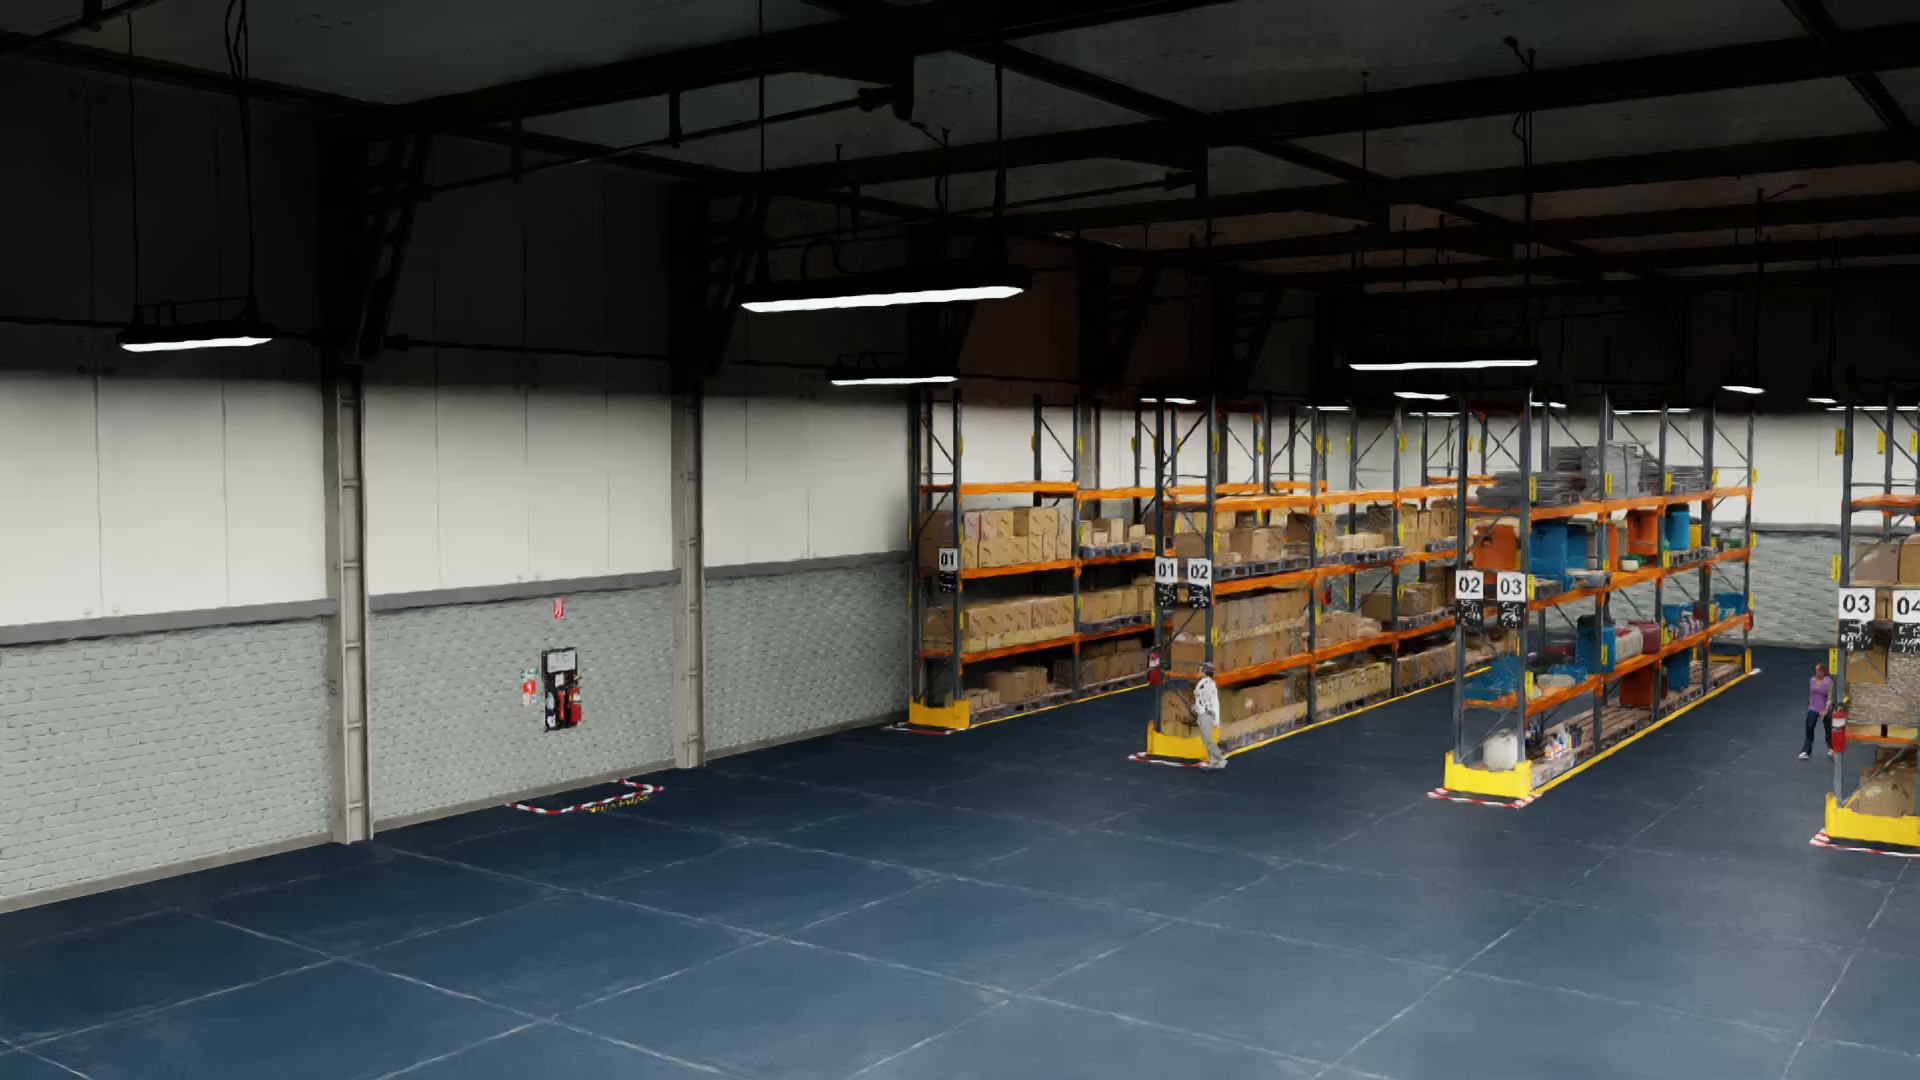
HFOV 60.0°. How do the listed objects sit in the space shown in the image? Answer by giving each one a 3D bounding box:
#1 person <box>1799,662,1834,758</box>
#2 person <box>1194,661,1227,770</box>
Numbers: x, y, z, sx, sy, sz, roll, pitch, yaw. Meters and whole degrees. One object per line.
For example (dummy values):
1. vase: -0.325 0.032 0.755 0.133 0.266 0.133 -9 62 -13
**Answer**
1. person: 13.721 2.708 26.503 0.958 1.529 0.408 -3 5 -45
2. person: 3.856 2.708 25.578 0.451 1.667 0.605 -1 3 -11
